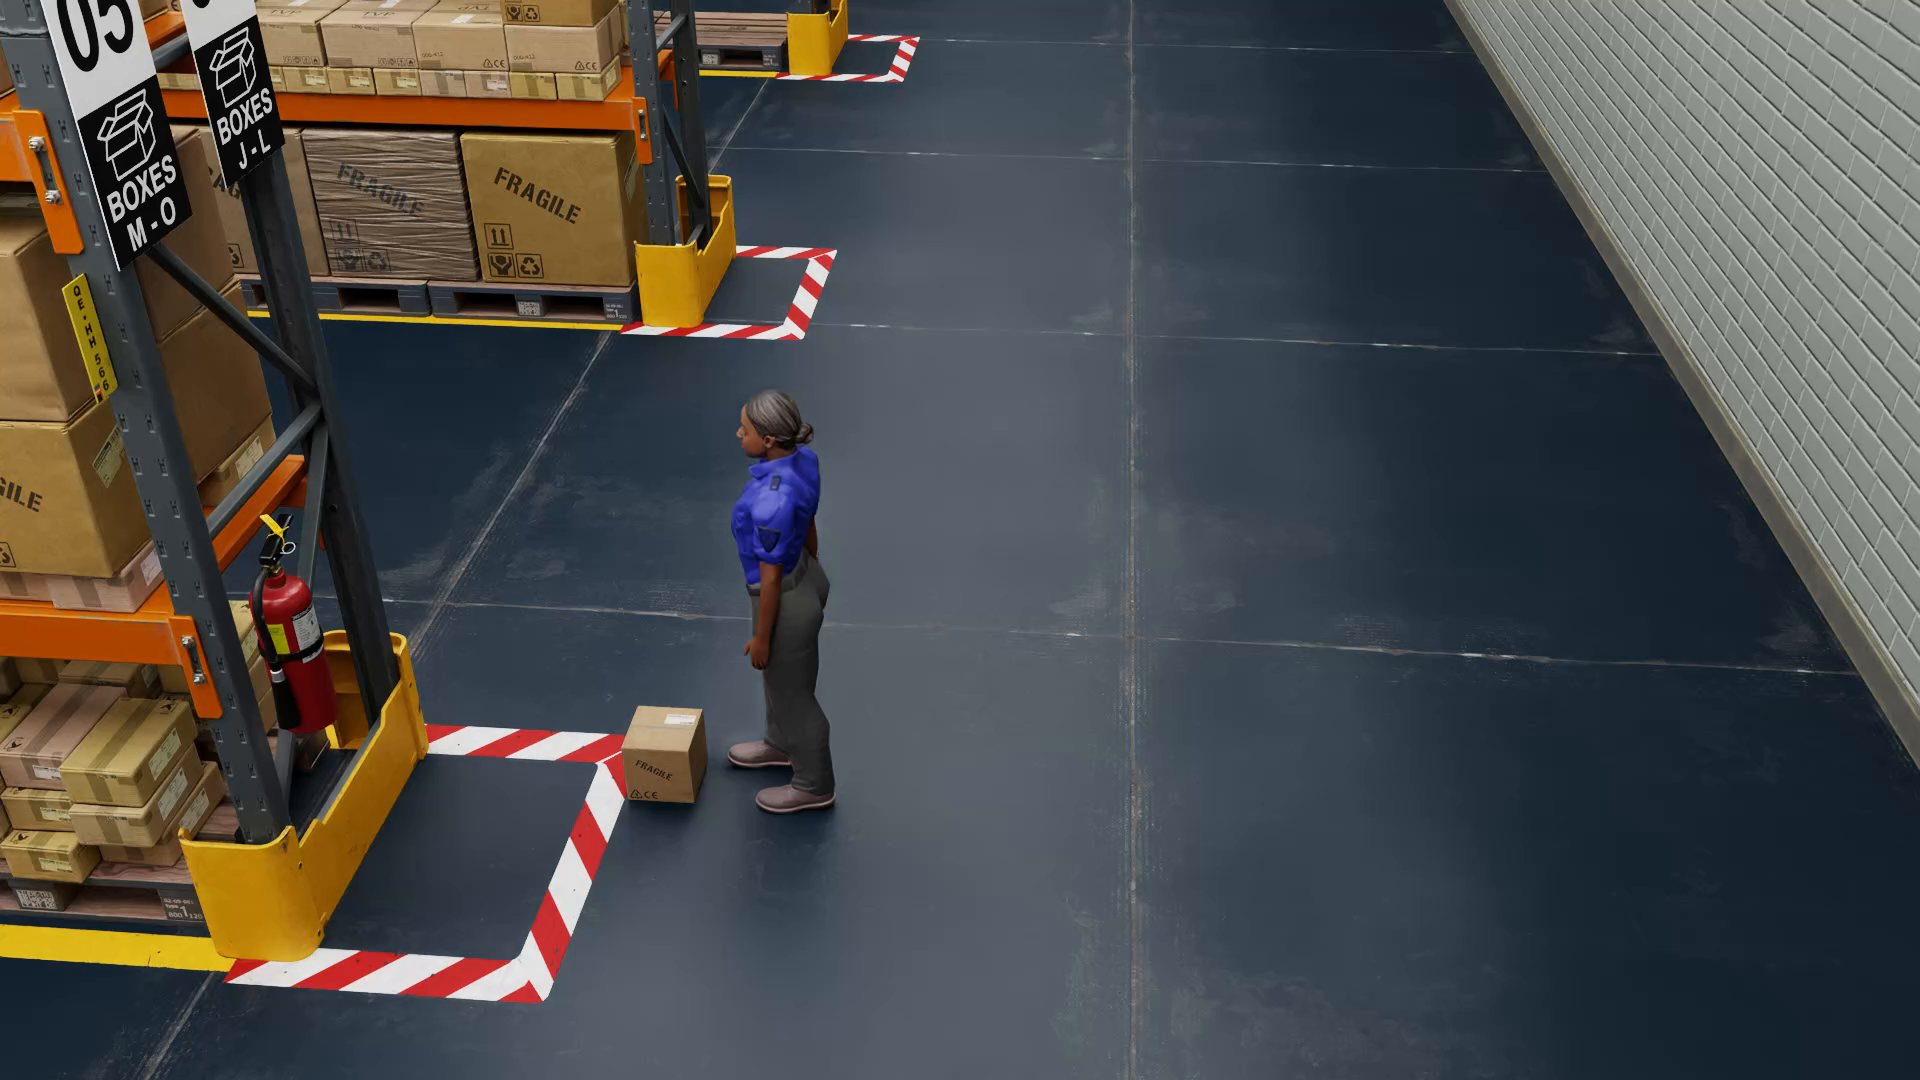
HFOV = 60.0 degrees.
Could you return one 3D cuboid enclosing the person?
[{"bbox_3d":[-0.676,0.227,5.777,0.452,1.657,0.449,3,32,5],"label":"person"}]
